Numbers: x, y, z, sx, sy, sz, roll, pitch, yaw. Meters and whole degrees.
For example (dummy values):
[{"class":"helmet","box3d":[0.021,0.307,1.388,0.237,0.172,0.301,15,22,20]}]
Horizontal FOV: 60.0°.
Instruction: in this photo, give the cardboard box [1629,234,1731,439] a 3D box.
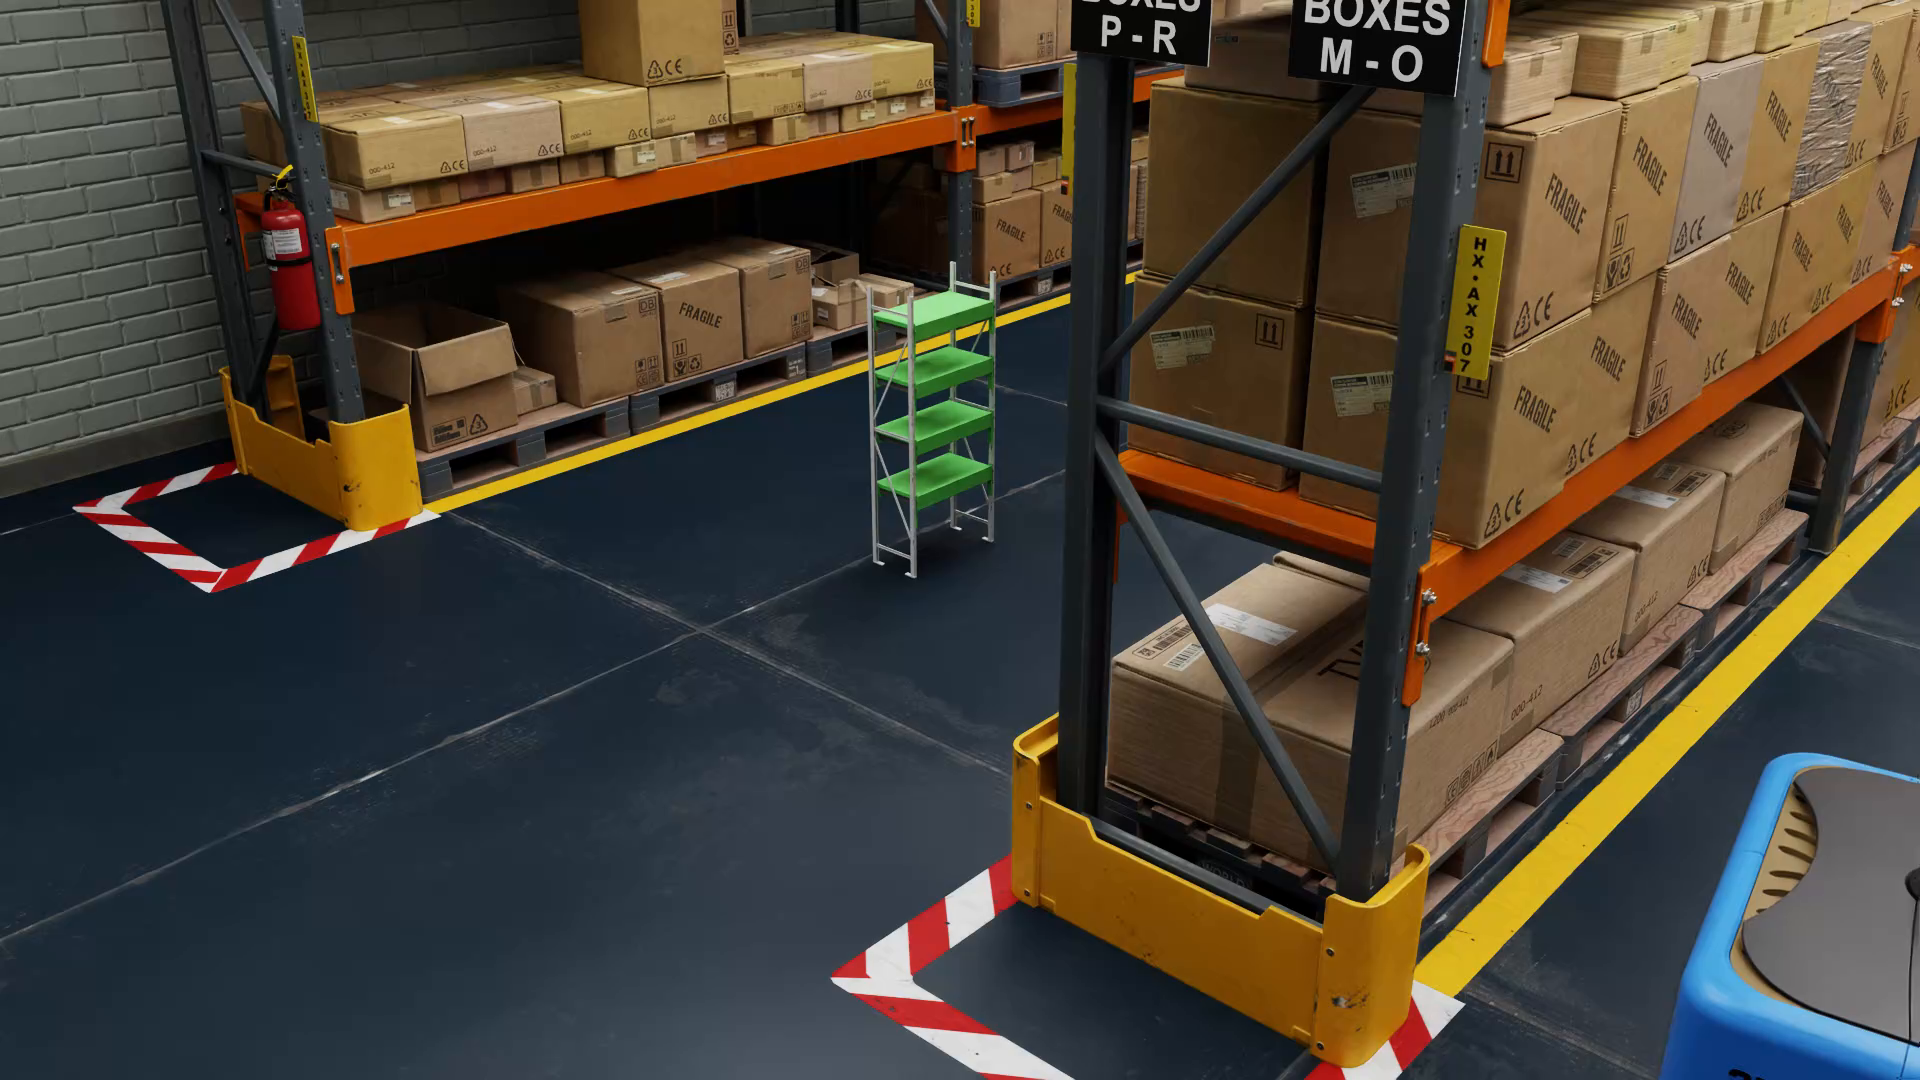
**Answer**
[{"class":"cardboard box","box3d":[1.895,-0.654,4.920,0.500,0.500,0.500,20,31,37]}]

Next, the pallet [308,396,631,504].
[{"class":"pallet","box3d":[-2.426,-0.577,8.278,1.003,0.211,1.213,20,31,38]}]

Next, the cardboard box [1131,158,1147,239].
[{"class":"cardboard box","box3d":[1.187,-2.411,11.502,0.500,0.500,0.500,19,30,36]}]

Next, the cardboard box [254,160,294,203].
[{"class":"cardboard box","box3d":[-2.987,-1.642,7.554,0.380,0.149,0.250,20,31,37]}]

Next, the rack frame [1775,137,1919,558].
[{"class":"rack frame","box3d":[3.360,-1.447,6.812,1.000,3.000,0.127,20,31,38]}]

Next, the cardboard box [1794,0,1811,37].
[{"class":"cardboard box","box3d":[2.339,-1.613,5.045,0.380,0.149,0.250,20,31,38]}]

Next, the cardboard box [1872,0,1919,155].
[{"class":"cardboard box","box3d":[3.251,-1.730,6.098,0.500,0.500,0.500,20,31,37]}]

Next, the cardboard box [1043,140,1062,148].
[{"class":"cardboard box","box3d":[0.757,-2.525,10.965,0.380,0.149,0.250,20,31,37]}]

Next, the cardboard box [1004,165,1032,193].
[{"class":"cardboard box","box3d":[0.226,-2.291,10.442,0.380,0.149,0.250,19,30,36]}]

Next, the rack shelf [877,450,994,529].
[{"class":"rack shelf","box3d":[-0.110,-0.220,7.016,0.258,0.148,0.480,20,31,38]}]

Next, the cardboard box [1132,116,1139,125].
[{"class":"cardboard box","box3d":[1.059,-2.972,11.961,0.380,0.149,0.250,19,31,36]}]

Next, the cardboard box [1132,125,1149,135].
[{"class":"cardboard box","box3d":[1.284,-2.751,11.469,0.380,0.149,0.250,18,30,35]}]

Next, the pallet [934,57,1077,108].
[{"class":"pallet","box3d":[0.276,-2.928,10.348,1.003,0.211,1.213,20,31,38]}]

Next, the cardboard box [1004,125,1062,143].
[{"class":"cardboard box","box3d":[0.525,-2.745,11.456,0.380,0.149,0.250,21,31,38]}]

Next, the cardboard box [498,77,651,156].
[{"class":"cardboard box","box3d":[-1.833,-2.024,7.917,0.500,0.250,0.500,19,31,37]}]

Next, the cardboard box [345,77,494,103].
[{"class":"cardboard box","box3d":[-2.554,-2.020,7.908,0.500,0.250,0.500,20,31,38]}]

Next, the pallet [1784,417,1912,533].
[{"class":"pallet","box3d":[3.819,-0.431,7.952,1.003,0.211,1.213,20,31,38]}]

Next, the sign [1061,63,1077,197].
[{"class":"sign","box3d":[0.296,-1.017,4.148,0.100,0.325,0.005,20,31,38]}]

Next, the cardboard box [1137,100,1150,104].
[{"class":"cardboard box","box3d":[1.554,-3.220,12.514,0.380,0.149,0.250,21,32,39]}]

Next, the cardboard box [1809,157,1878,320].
[{"class":"cardboard box","box3d":[2.902,-1.124,5.967,0.500,0.500,0.500,19,31,36]}]

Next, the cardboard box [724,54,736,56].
[{"class":"cardboard box","box3d":[-1.546,-2.480,8.935,0.500,0.250,0.500,21,32,39]}]

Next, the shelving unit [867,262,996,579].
[{"class":"shelving unit","box3d":[-0.110,-0.497,6.892,0.258,1.200,0.503,20,31,38]}]

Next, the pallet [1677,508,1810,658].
[{"class":"pallet","box3d":[2.795,0.035,6.913,1.003,0.211,1.213,20,31,38]}]

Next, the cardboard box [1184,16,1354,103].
[{"class":"cardboard box","box3d":[0.781,-1.191,4.102,0.380,0.149,0.250,21,31,38]}]

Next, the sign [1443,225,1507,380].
[{"class":"sign","box3d":[1.100,-0.506,3.558,0.100,0.325,0.005,20,31,38]}]

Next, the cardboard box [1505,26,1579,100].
[{"class":"cardboard box","box3d":[1.256,-1.158,4.030,0.380,0.149,0.250,21,32,39]}]

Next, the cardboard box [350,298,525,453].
[{"class":"cardboard box","box3d":[-2.529,-0.796,7.897,0.797,0.503,0.637,19,30,36]}]

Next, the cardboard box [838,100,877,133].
[{"class":"cardboard box","box3d":[-0.676,-2.350,9.131,0.380,0.149,0.250,21,32,39]}]

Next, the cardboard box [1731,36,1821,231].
[{"class":"cardboard box","box3d":[2.233,-1.270,5.071,0.500,0.500,0.500,20,31,38]}]

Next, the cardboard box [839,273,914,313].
[{"class":"cardboard box","box3d":[-0.492,-1.442,9.772,0.380,0.149,0.250,19,30,36]}]

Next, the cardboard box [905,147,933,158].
[{"class":"cardboard box","box3d":[-0.136,-2.421,10.733,0.380,0.149,0.250,20,31,38]}]

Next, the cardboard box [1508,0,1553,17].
[{"class":"cardboard box","box3d":[1.468,-1.502,4.796,0.380,0.149,0.250,20,31,37]}]

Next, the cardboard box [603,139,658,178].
[{"class":"cardboard box","box3d":[-1.688,-1.872,8.067,0.380,0.149,0.250,19,30,36]}]

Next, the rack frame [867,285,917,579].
[{"class":"rack frame","box3d":[-0.273,-0.423,6.726,0.240,1.200,0.015,20,31,38]}]

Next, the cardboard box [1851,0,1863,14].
[{"class":"cardboard box","box3d":[2.806,-1.858,5.591,0.380,0.149,0.250,20,31,37]}]

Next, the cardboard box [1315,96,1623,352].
[{"class":"cardboard box","box3d":[1.223,-0.799,4.021,0.500,0.500,0.500,19,31,36]}]

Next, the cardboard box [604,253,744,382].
[{"class":"cardboard box","box3d":[-1.503,-1.178,8.753,0.500,0.500,0.500,21,31,38]}]

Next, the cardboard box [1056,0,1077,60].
[{"class":"cardboard box","box3d":[0.497,-3.283,10.270,0.700,0.500,0.500,21,31,38]}]

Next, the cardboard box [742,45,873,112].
[{"class":"cardboard box","box3d":[-0.820,-2.490,8.958,0.500,0.250,0.500,20,31,38]}]

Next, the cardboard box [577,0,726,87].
[{"class":"cardboard box","box3d":[-1.504,-2.514,8.094,0.500,0.500,0.500,21,32,39]}]

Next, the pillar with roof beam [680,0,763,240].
[{"class":"pillar with roof beam","box3d":[1.732,-4.397,6.059,9.100,9.000,0.400,20,31,38]}]

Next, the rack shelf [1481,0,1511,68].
[{"class":"rack shelf","box3d":[2.026,-1.878,4.986,1.077,0.370,4.000,20,31,38]}]

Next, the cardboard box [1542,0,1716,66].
[{"class":"cardboard box","box3d":[1.813,-1.386,4.537,0.380,0.149,0.250,21,31,38]}]

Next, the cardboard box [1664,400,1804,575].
[{"class":"cardboard box","box3d":[2.861,-0.308,6.889,0.875,0.438,0.875,20,31,37]}]

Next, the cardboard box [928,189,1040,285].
[{"class":"cardboard box","box3d":[0.152,-1.939,10.449,0.500,0.500,0.500,22,32,40]}]

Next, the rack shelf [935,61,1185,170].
[{"class":"rack shelf","box3d":[0.996,-3.083,11.338,1.077,0.370,4.000,20,31,38]}]

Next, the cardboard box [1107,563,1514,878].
[{"class":"cardboard box","box3d":[1.057,0.520,5.041,0.875,0.438,0.875,19,30,36]}]

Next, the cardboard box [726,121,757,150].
[{"class":"cardboard box","box3d":[-1.277,-2.144,8.672,0.380,0.149,0.250,21,31,38]}]

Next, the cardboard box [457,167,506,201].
[{"class":"cardboard box","box3d":[-2.300,-1.673,7.622,0.380,0.149,0.250,20,31,37]}]
